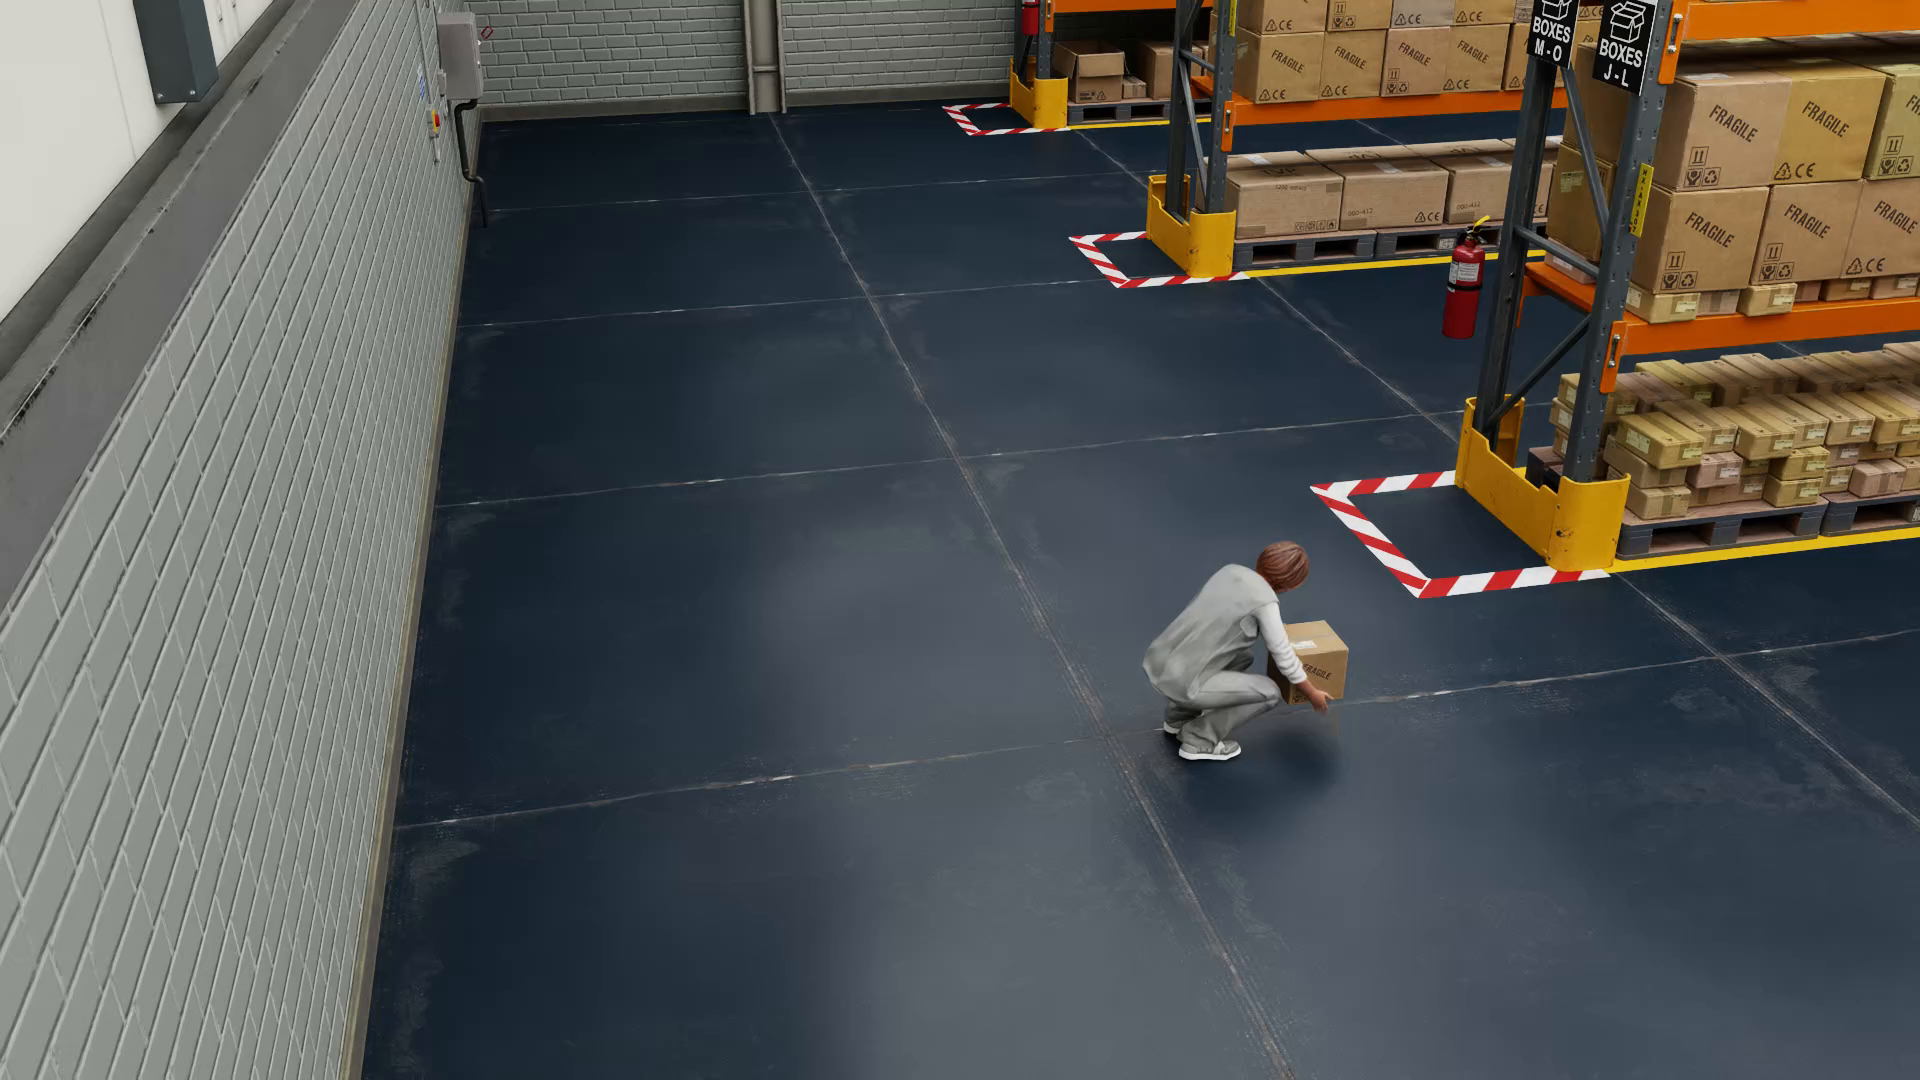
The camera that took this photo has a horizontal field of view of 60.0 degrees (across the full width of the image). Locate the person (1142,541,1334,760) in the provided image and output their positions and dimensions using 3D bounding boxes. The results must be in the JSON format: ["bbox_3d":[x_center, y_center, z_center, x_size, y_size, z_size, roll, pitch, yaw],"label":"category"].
[{"bbox_3d":[1.167,0.463,7.016,0.816,0.887,0.433,-6,28,-12],"label":"person"}]
